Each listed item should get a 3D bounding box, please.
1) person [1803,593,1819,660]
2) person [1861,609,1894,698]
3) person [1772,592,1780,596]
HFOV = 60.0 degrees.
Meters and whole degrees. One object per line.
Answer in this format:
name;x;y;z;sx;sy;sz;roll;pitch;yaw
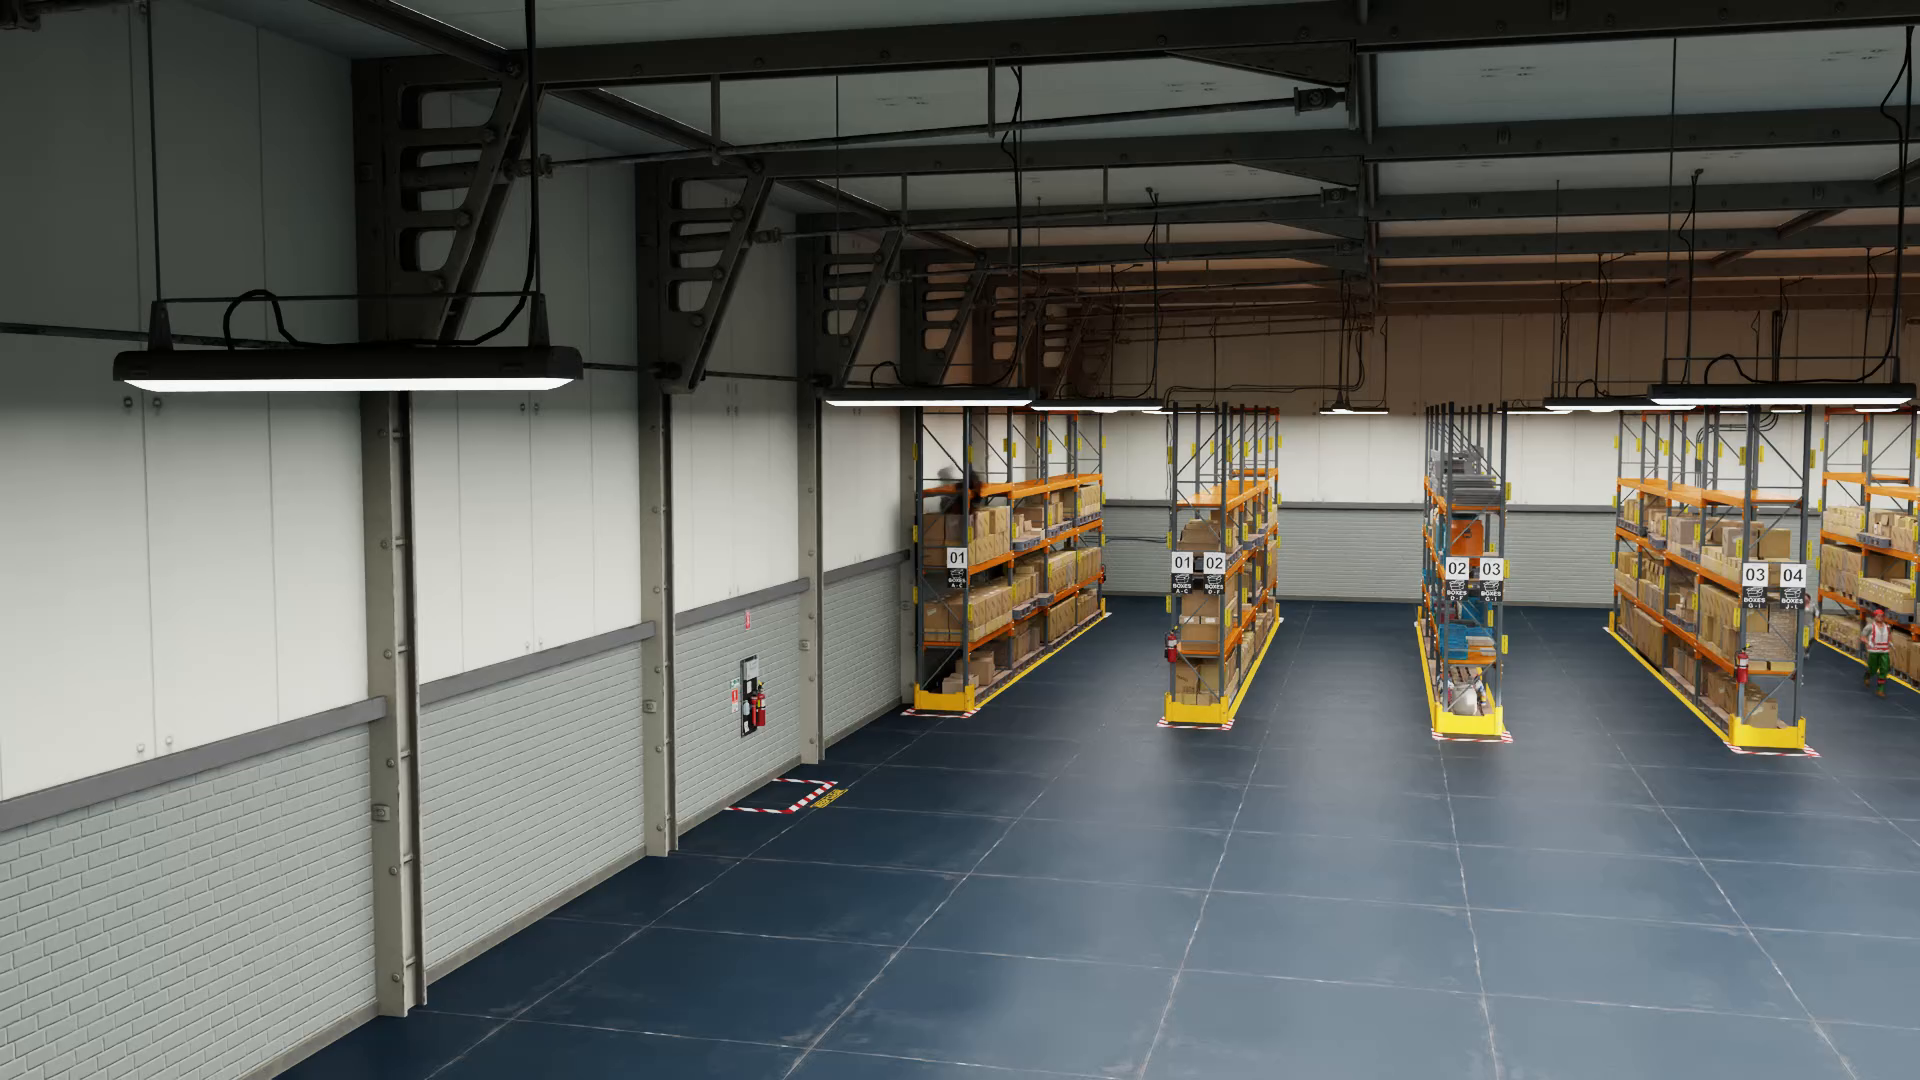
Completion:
person;19.963;2.039;39.209;0.545;1.578;0.629;2;5;21
person;18.905;2.310;34.244;0.655;1.769;0.888;1;4;8
person;20.954;1.710;43.224;0.644;1.634;0.917;3;5;37
